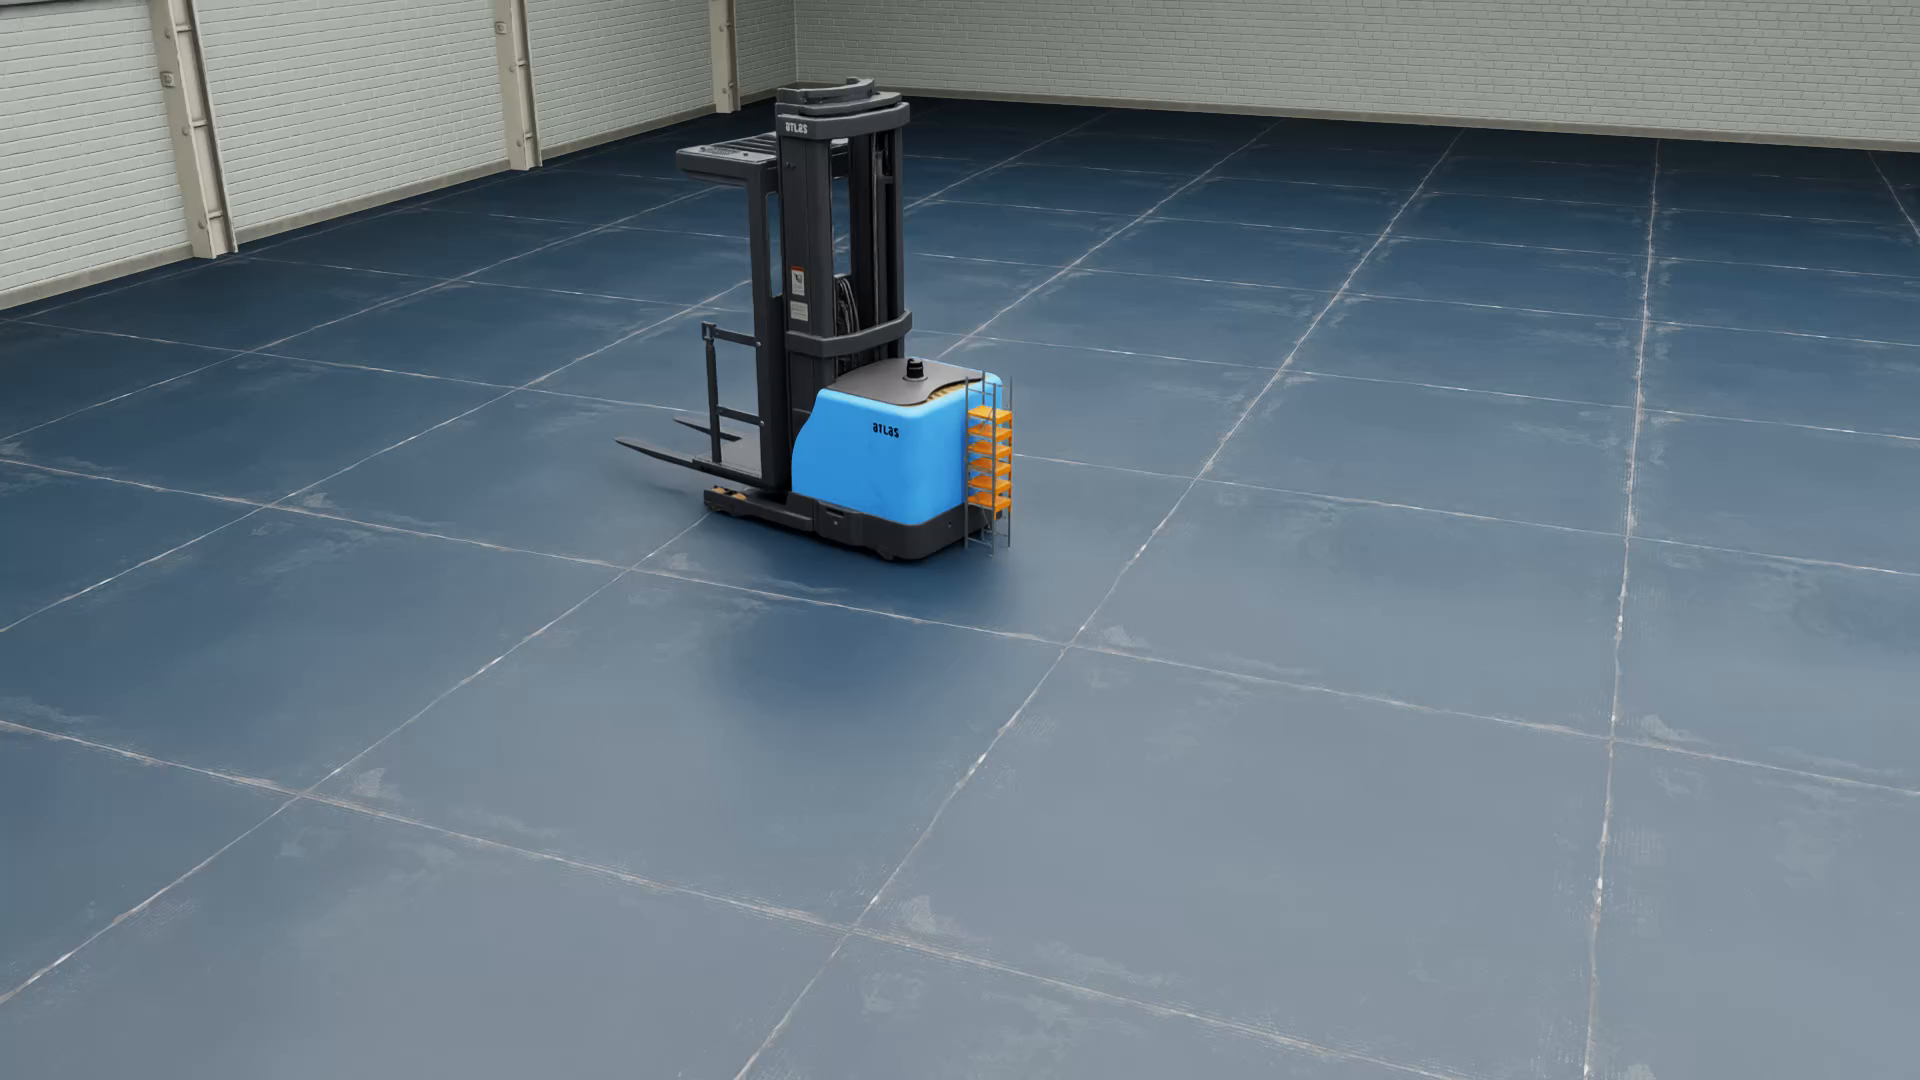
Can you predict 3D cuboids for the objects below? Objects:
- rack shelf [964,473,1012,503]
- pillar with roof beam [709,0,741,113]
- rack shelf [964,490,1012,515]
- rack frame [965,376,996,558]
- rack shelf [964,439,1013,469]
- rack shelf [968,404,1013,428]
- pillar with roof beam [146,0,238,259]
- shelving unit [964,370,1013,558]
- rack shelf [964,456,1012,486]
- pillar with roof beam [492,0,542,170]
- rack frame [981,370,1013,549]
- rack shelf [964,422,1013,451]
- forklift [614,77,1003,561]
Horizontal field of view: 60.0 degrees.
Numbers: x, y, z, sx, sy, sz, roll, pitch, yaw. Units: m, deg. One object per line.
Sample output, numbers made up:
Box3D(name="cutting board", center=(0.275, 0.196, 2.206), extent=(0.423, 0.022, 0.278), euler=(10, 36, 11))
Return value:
Box3D(name="rack shelf", center=(0.185, -0.342, 10.938), extent=(0.258, 0.103, 0.180), euler=(16, 28, 34))
Box3D(name="pillar with roof beam", center=(-0.111, -11.121, 26.199), extent=(9.100, 9.000, 0.400), euler=(9, 24, 20))
Box3D(name="rack shelf", center=(0.185, -0.231, 10.984), extent=(0.258, 0.103, 0.180), euler=(16, 28, 34))
Box3D(name="rack frame", center=(0.131, -0.465, 10.807), extent=(0.240, 1.200, 0.006), euler=(16, 28, 34))
Box3D(name="rack shelf", center=(0.186, -0.563, 10.845), extent=(0.258, 0.103, 0.180), euler=(16, 28, 34))
Box3D(name="rack shelf", center=(0.186, -0.785, 10.752), extent=(0.258, 0.103, 0.180), euler=(16, 28, 34))
Box3D(name="pillar with roof beam", center=(-4.569, -6.827, 15.918), extent=(9.100, 9.000, 0.400), euler=(9, 24, 20))
Box3D(name="shelving unit", center=(0.186, -0.494, 10.874), extent=(0.258, 1.200, 0.189), euler=(16, 28, 34))
Box3D(name="rack shelf", center=(0.185, -0.453, 10.891), extent=(0.258, 0.103, 0.180), euler=(16, 28, 34))
Box3D(name="pillar with roof beam", center=(-2.340, -8.974, 21.058), extent=(9.100, 9.000, 0.400), euler=(9, 24, 20))
Box3D(name="rack frame", center=(0.240, -0.522, 10.942), extent=(0.240, 1.200, 0.006), euler=(16, 28, 34))
Box3D(name="rack shelf", center=(0.186, -0.674, 10.799), extent=(0.258, 0.103, 0.180), euler=(16, 28, 34))
Box3D(name="forklift", center=(-1.188, -1.655, 11.409), extent=(3.031, 2.935, 1.130), euler=(16, 28, 34))
